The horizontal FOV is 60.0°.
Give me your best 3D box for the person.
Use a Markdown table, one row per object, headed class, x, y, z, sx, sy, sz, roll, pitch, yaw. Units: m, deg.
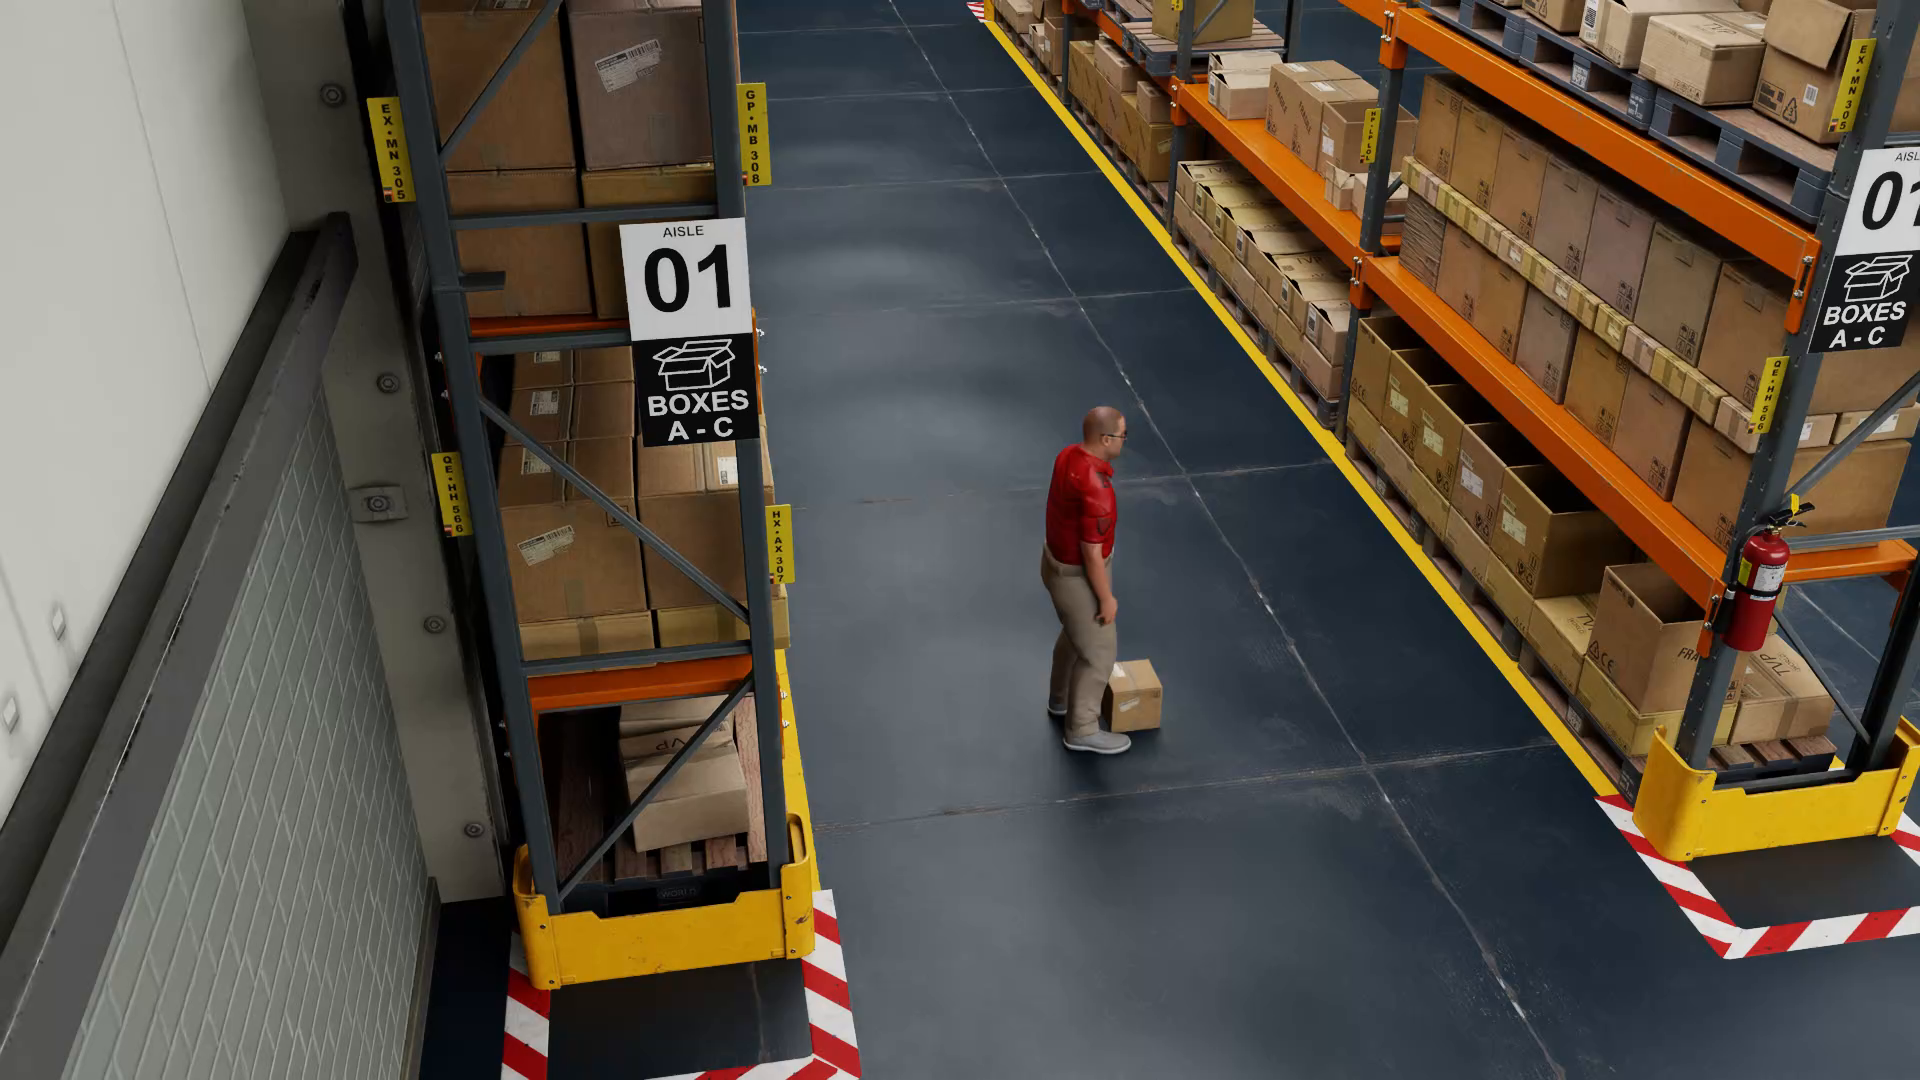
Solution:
| class | x | y | z | sx | sy | sz | roll | pitch | yaw |
| --- | --- | --- | --- | --- | --- | --- | --- | --- | --- |
| person | 0.596 | 0.168 | 7.866 | 0.388 | 1.725 | 0.584 | -6 | 31 | -11 |
